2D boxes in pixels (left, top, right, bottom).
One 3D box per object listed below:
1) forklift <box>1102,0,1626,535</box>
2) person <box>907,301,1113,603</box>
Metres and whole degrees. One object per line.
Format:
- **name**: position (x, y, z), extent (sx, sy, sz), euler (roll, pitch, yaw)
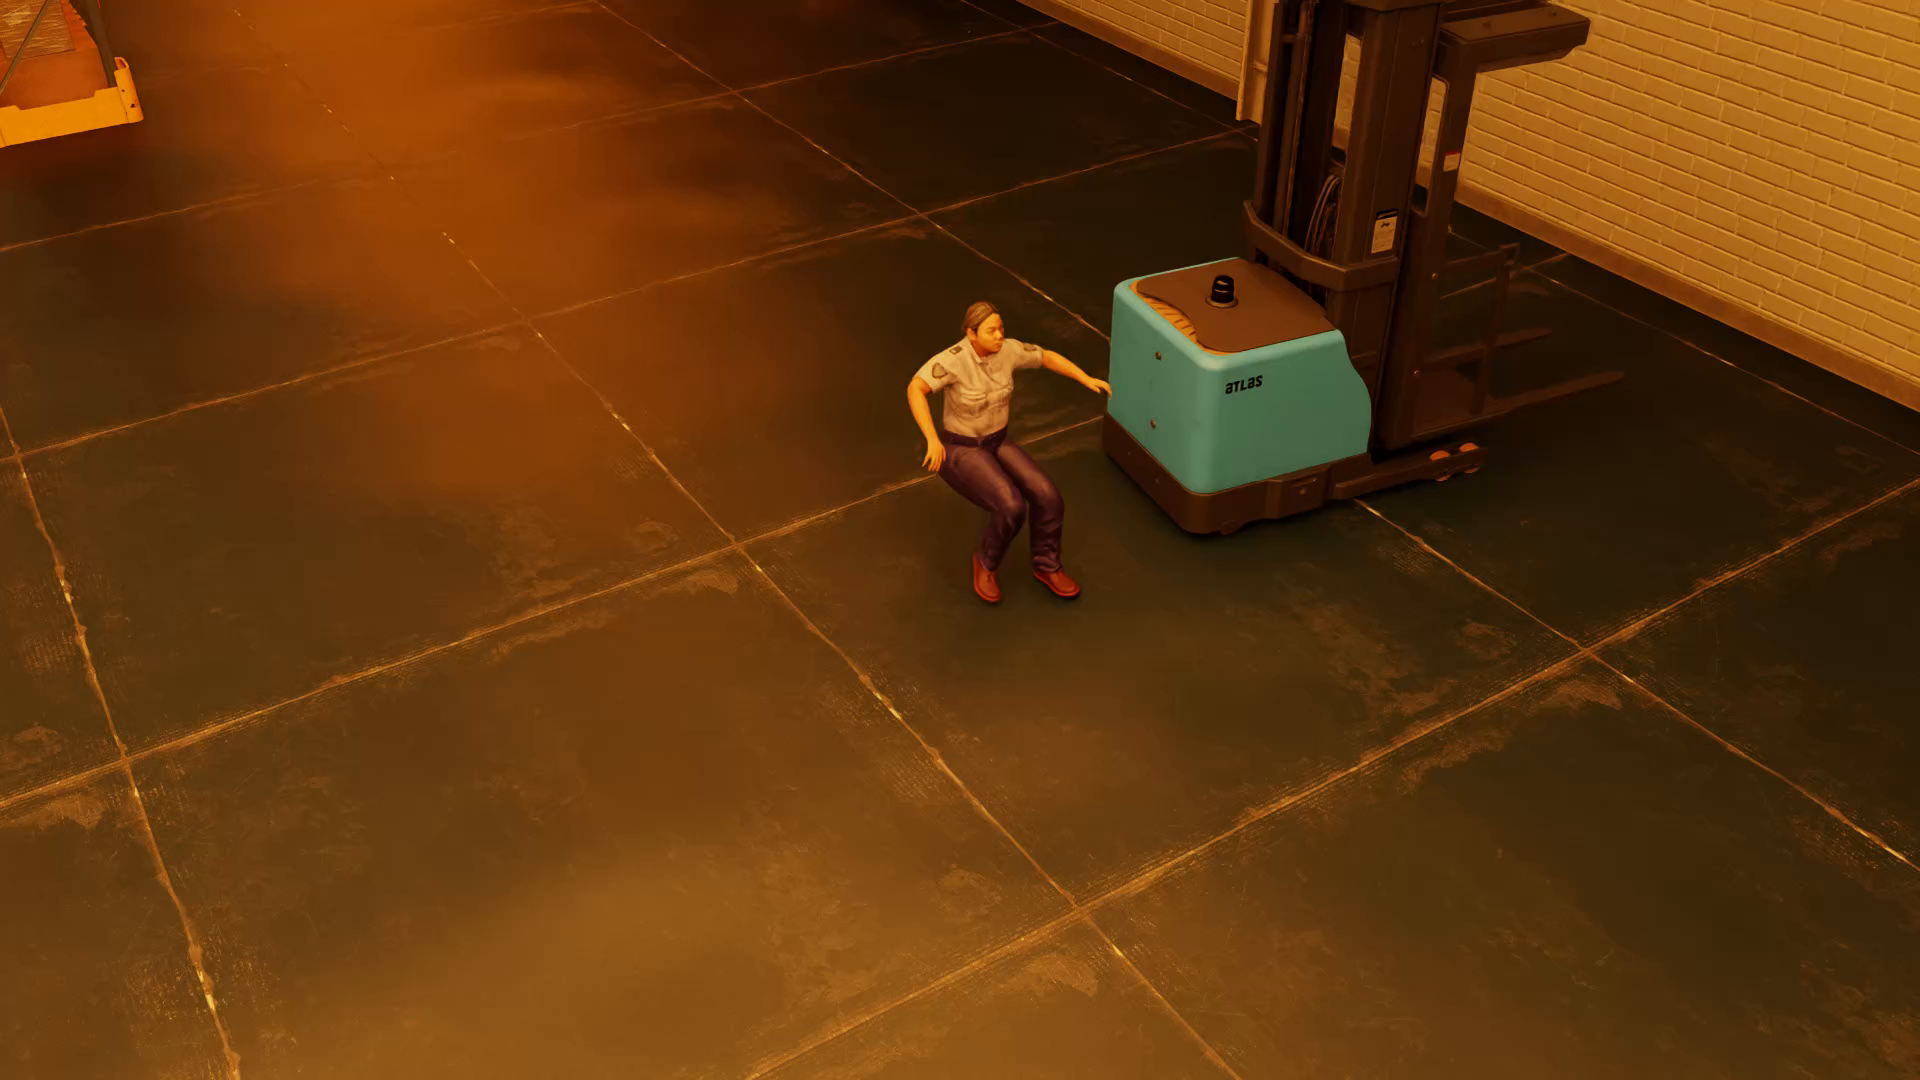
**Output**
- **forklift**: position (2.357, -1.785, 8.688), extent (3.031, 2.935, 1.130), euler (-15, 38, -20)
- **person**: position (0.239, -0.406, 8.029), extent (0.787, 1.419, 0.990), euler (26, 42, 32)
